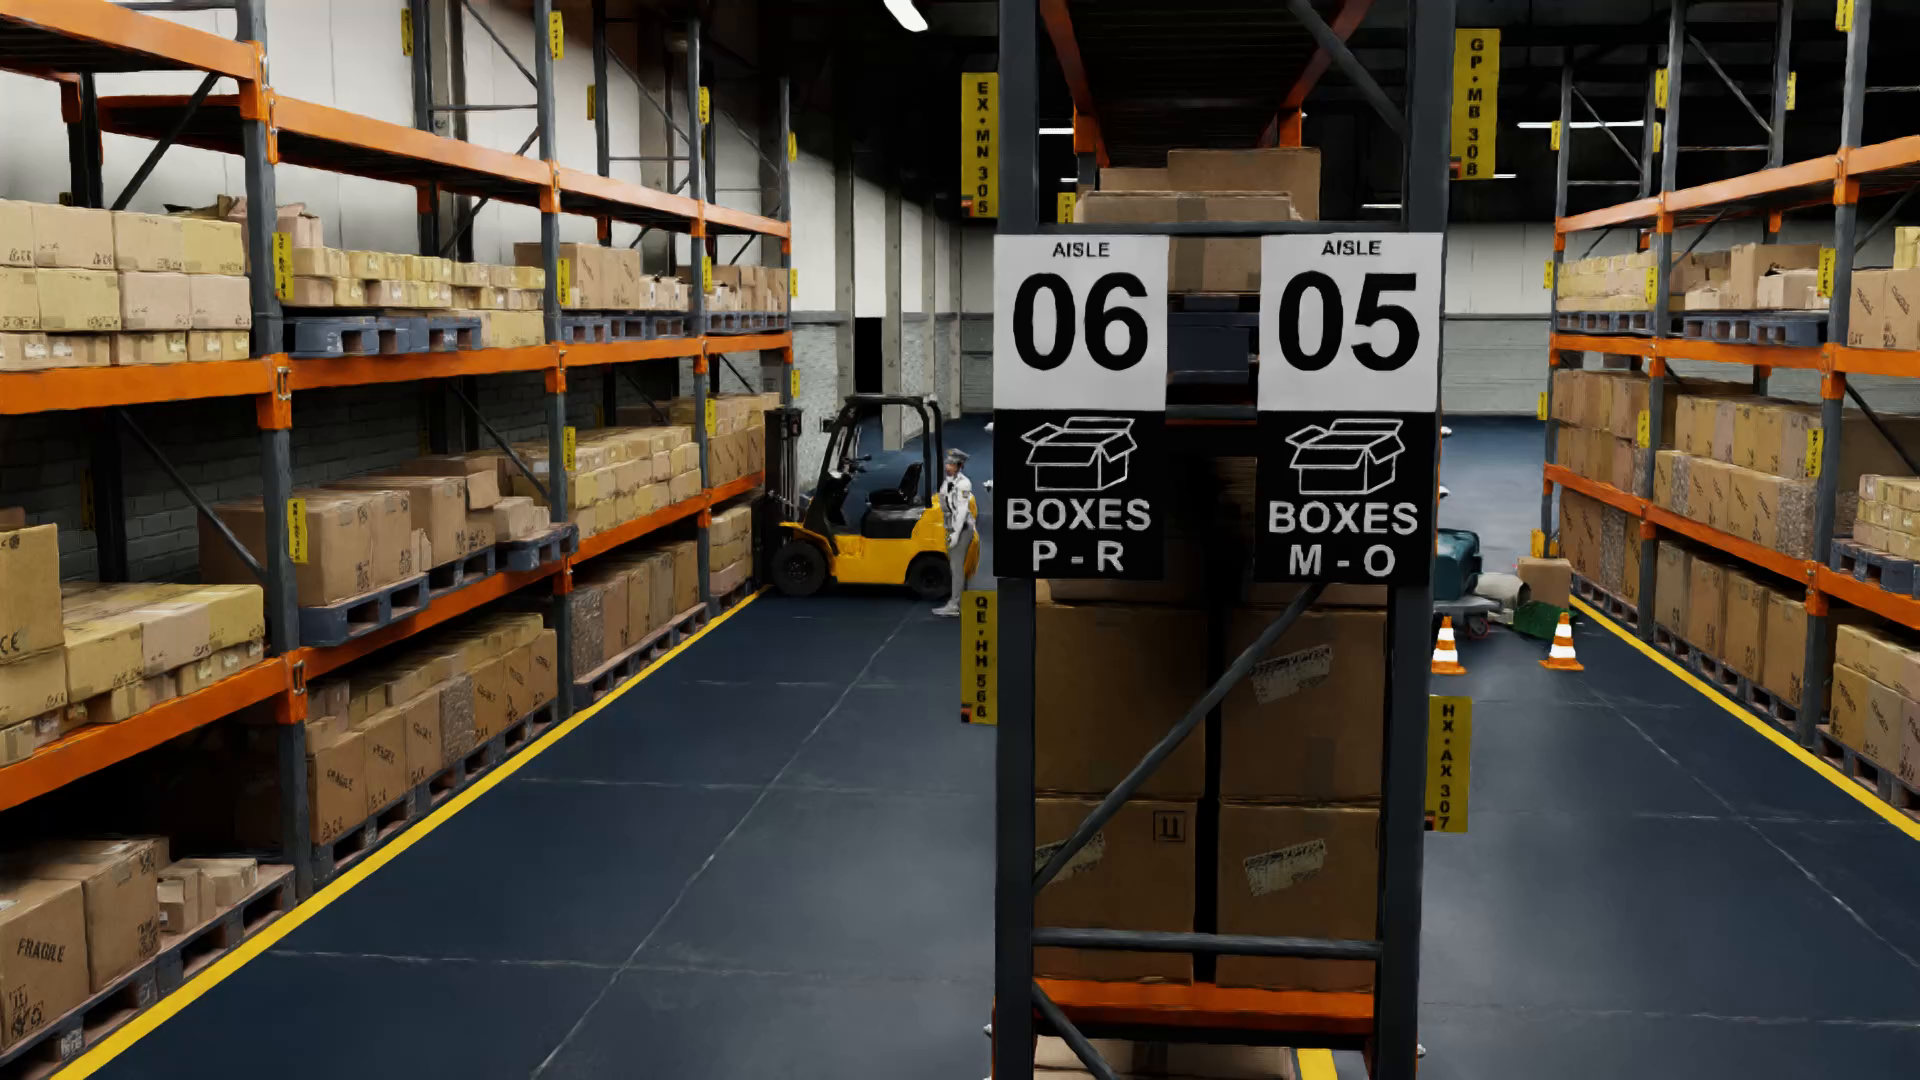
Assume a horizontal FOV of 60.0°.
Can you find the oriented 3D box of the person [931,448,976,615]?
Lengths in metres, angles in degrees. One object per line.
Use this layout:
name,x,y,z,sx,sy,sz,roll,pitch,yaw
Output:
person,-0.105,-0.082,16.700,0.475,1.686,0.530,-3,8,-23
